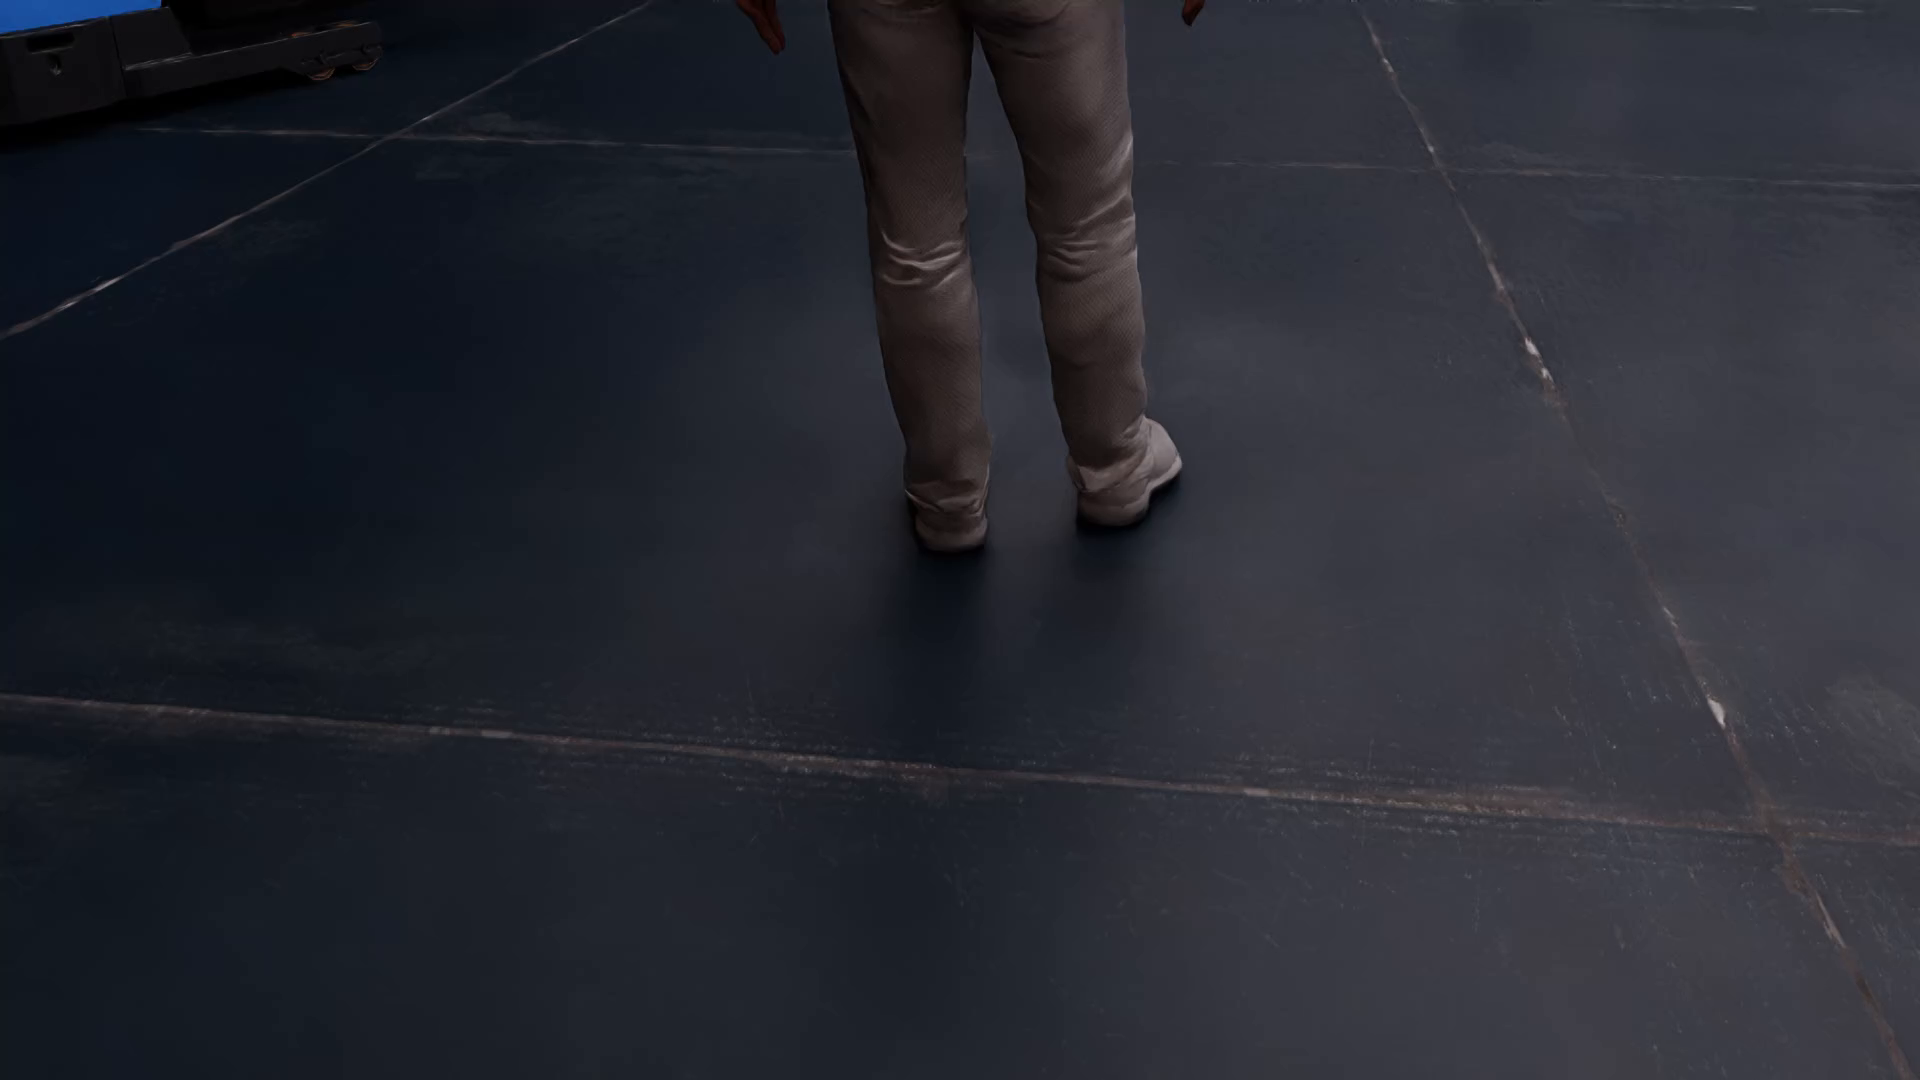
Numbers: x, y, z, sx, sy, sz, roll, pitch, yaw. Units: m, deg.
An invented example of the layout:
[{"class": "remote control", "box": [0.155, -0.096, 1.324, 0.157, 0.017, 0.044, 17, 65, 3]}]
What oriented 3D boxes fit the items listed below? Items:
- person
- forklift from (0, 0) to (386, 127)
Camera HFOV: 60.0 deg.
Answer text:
[{"class": "person", "box": [0.014, -0.827, 2.164, 0.665, 1.766, 0.576, 3, 27, 7]}, {"class": "forklift", "box": [-2.662, -2.933, 5.097, 1.130, 2.935, 3.031, 13, 29, 24]}]
